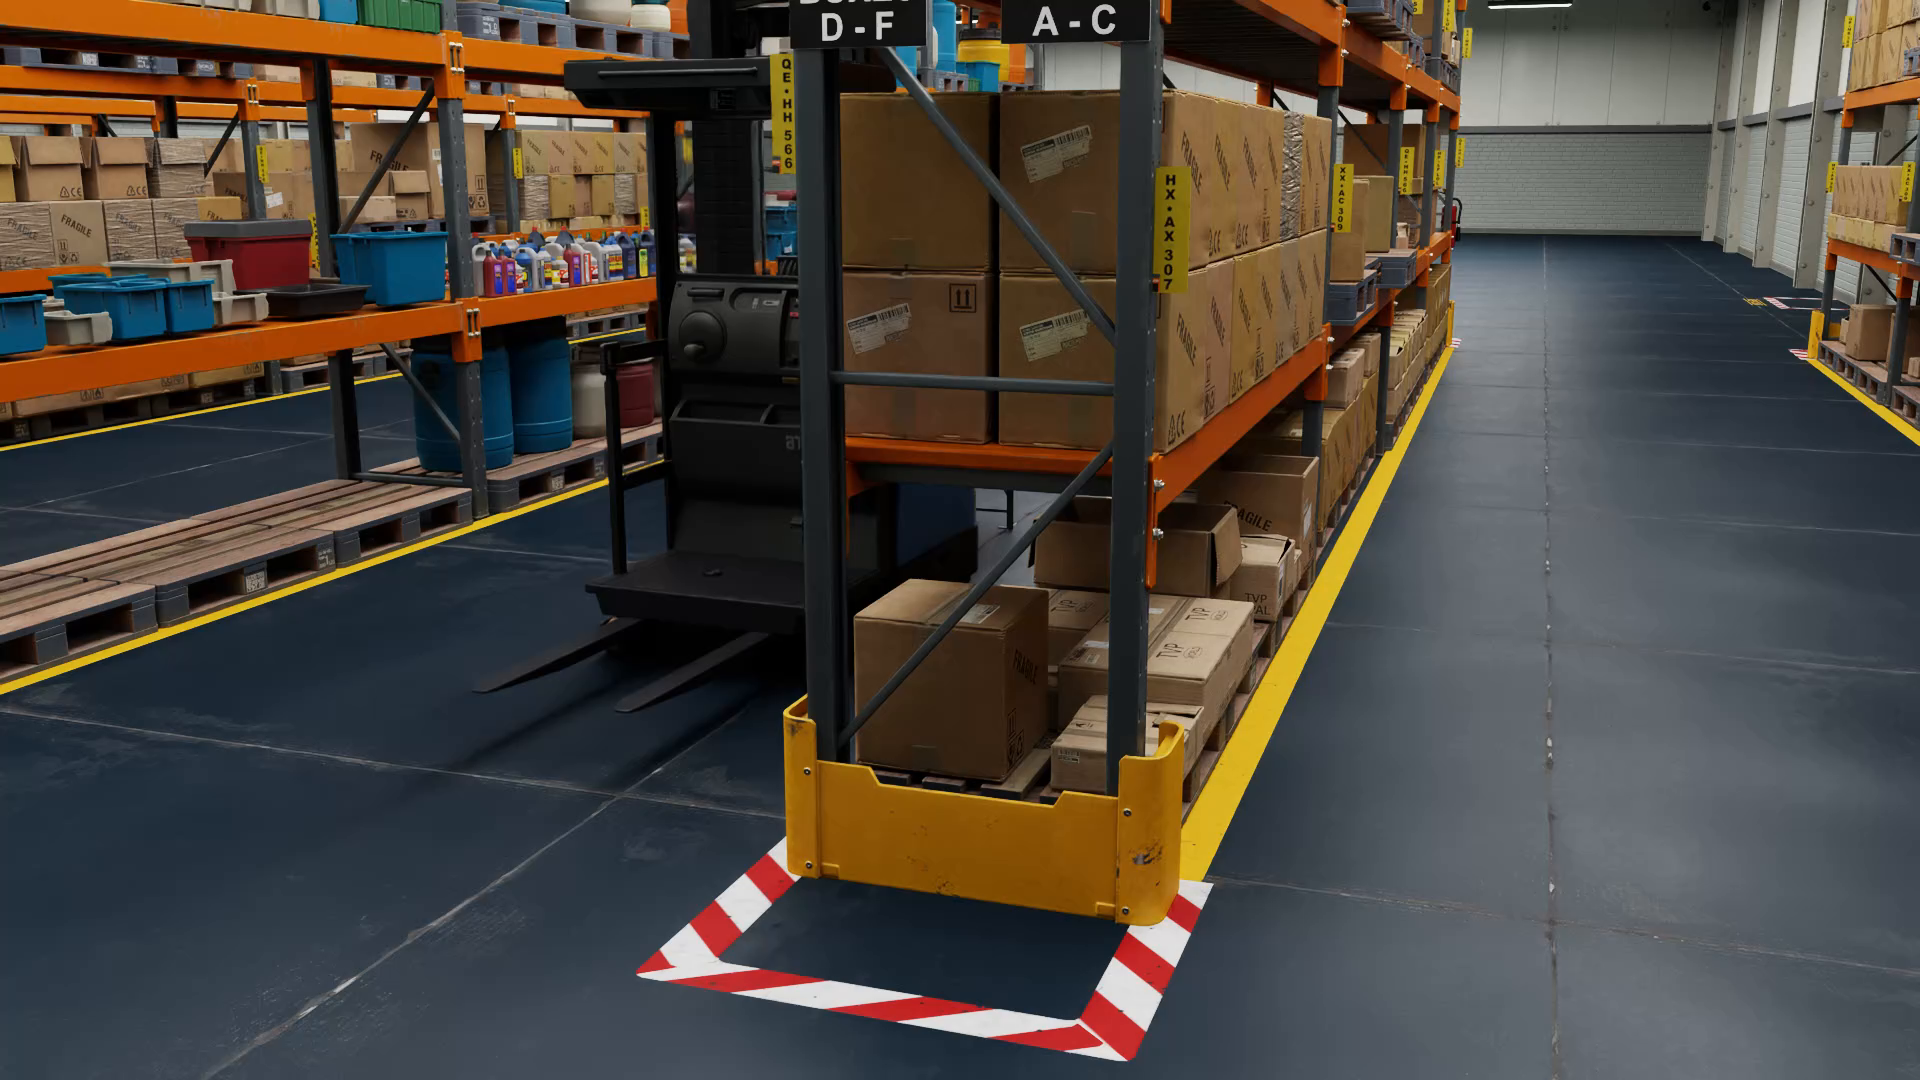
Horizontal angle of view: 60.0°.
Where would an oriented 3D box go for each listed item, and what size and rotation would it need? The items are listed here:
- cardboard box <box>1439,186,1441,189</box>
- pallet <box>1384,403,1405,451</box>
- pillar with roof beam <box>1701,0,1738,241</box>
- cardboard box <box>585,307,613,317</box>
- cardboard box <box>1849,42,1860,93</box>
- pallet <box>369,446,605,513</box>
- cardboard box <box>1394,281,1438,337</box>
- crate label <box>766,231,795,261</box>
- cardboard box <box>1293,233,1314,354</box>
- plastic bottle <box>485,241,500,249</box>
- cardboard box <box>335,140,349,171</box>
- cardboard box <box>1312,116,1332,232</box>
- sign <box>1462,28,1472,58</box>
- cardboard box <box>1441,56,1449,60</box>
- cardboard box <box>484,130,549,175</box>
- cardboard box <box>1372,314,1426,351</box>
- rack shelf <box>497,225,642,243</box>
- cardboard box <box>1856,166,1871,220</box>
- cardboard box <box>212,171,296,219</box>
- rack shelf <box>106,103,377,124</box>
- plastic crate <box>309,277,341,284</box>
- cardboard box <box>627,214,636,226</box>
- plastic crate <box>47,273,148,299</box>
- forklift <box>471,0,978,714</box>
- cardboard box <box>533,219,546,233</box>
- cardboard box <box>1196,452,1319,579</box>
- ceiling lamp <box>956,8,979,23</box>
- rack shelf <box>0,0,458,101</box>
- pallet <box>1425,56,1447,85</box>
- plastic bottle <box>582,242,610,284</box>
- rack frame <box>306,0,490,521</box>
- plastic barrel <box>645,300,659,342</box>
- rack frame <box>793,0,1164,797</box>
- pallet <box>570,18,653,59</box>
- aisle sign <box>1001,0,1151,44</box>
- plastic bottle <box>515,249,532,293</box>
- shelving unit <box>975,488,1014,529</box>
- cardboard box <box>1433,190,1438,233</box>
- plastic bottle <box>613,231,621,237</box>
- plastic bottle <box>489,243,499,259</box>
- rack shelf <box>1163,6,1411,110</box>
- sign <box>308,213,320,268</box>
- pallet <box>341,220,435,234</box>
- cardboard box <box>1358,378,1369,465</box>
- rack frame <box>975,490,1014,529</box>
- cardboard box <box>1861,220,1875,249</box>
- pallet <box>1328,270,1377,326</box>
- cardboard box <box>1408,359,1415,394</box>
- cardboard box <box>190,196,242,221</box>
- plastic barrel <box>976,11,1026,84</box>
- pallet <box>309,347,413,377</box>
[{"bbox_3d":[5.188,-4.013,18.645,0.380,0.149,0.250,5,14,20],"label":"cardboard box"},{"bbox_3d":[2.929,-0.924,13.061,1.003,0.211,1.213,4,14,18],"label":"pallet"},{"bbox_3d":[16.128,-12.783,45.270,9.100,9.000,0.548,4,14,18],"label":"pillar with roof beam"},{"bbox_3d":[-4.757,-3.108,21.038,0.500,0.500,0.500,6,14,24],"label":"cardboard box"},{"bbox_3d":[9.558,-4.910,17.247,0.500,0.500,0.500,5,14,20],"label":"cardboard box"},{"bbox_3d":[-3.065,-0.428,10.888,1.003,0.211,1.213,4,14,18],"label":"pallet"},{"bbox_3d":[4.367,-2.260,16.198,0.500,0.500,0.500,4,14,18],"label":"cardboard box"},{"bbox_3d":[-1.569,-2.450,13.858,0.303,0.233,0.416,4,14,18],"label":"crate label"},{"bbox_3d":[1.247,-1.087,7.284,0.500,0.500,0.500,5,14,20],"label":"cardboard box"},{"bbox_3d":[-3.207,-1.885,11.285,0.152,0.276,0.135,4,14,18],"label":"plastic bottle"},{"bbox_3d":[-9.066,-5.291,23.166,0.875,0.550,0.550,4,14,18],"label":"cardboard box"},{"bbox_3d":[1.413,-1.682,7.643,0.500,0.500,0.500,4,14,19],"label":"cardboard box"},{"bbox_3d":[5.723,-5.611,18.776,0.100,0.325,0.005,4,14,18],"label":"sign"},{"bbox_3d":[4.507,-4.848,16.186,0.500,0.311,0.500,4,13,15],"label":"cardboard box"},{"bbox_3d":[-5.066,-4.427,19.001,0.500,0.500,0.500,4,14,18],"label":"cardboard box"},{"bbox_3d":[3.898,-1.877,14.944,0.500,0.311,0.500,5,14,20],"label":"cardboard box"},{"bbox_3d":[-4.805,-3.739,20.746,1.077,0.370,4.000,4,14,18],"label":"rack shelf"},{"bbox_3d":[8.966,-3.343,16.002,0.500,0.500,0.500,5,14,20],"label":"cardboard box"},{"bbox_3d":[-6.609,-3.197,15.584,0.500,0.500,0.500,3,13,11],"label":"cardboard box"},{"bbox_3d":[-9.465,-5.580,22.070,1.077,0.370,4.000,4,14,18],"label":"rack shelf"},{"bbox_3d":[-3.640,-1.441,9.518,0.396,0.136,0.243,4,14,18],"label":"plastic crate"},{"bbox_3d":[-4.384,-4.104,21.291,0.380,0.149,0.250,4,14,18],"label":"cardboard box"},{"bbox_3d":[-4.226,-1.184,8.177,0.416,0.233,0.300,4,14,18],"label":"plastic crate"},{"bbox_3d":[-0.923,-0.948,7.054,1.130,2.935,3.031,5,14,21],"label":"forklift"},{"bbox_3d":[-5.005,-3.622,19.179,0.380,0.149,0.250,4,14,18],"label":"cardboard box"},{"bbox_3d":[1.416,-0.126,7.927,0.500,0.500,0.500,4,14,18],"label":"cardboard box"},{"bbox_3d":[0.632,-15.899,45.805,2.000,3.185,0.800,4,14,18],"label":"ceiling lamp"},{"bbox_3d":[-4.001,-2.318,7.780,1.077,0.370,4.000,4,14,18],"label":"rack shelf"},{"bbox_3d":[4.172,-4.556,16.164,1.003,0.211,1.213,4,14,18],"label":"pallet"},{"bbox_3d":[-2.469,-1.881,11.268,0.152,0.276,0.135,4,14,18],"label":"plastic bottle"},{"bbox_3d":[-3.354,-1.628,9.879,1.000,3.000,0.127,4,14,18],"label":"rack frame"},{"bbox_3d":[-2.202,-1.513,13.307,0.600,0.830,0.708,4,14,18],"label":"plastic barrel"},{"bbox_3d":[0.038,-0.428,4.623,1.000,3.000,0.127,4,14,18],"label":"rack frame"},{"bbox_3d":[-2.829,-3.409,11.368,1.003,0.211,1.213,4,14,18],"label":"pallet"},{"bbox_3d":[0.293,-1.660,4.178,0.394,0.787,0.004,4,14,18],"label":"aisle sign"},{"bbox_3d":[-2.737,-1.686,10.422,0.097,0.271,0.097,0,13,0],"label":"plastic bottle"},{"bbox_3d":[0.002,-0.733,9.327,0.431,1.500,0.755,4,14,18],"label":"shelving unit"},{"bbox_3d":[5.051,-3.748,18.945,0.700,0.500,0.500,4,14,18],"label":"cardboard box"},{"bbox_3d":[-2.655,-2.244,12.859,0.152,0.276,0.135,4,14,18],"label":"plastic bottle"},{"bbox_3d":[-3.127,-1.849,11.139,0.097,0.271,0.097,0,13,0],"label":"plastic bottle"},{"bbox_3d":[1.979,-2.803,9.904,1.077,0.370,4.000,4,14,18],"label":"rack shelf"},{"bbox_3d":[-3.874,-1.803,10.024,0.100,0.325,0.005,4,14,18],"label":"sign"},{"bbox_3d":[-6.144,-3.153,16.992,1.003,0.211,1.213,4,14,18],"label":"pallet"},{"bbox_3d":[2.378,-0.786,10.818,0.500,0.500,0.500,4,13,16],"label":"cardboard box"},{"bbox_3d":[0.121,-0.810,9.665,0.400,1.500,0.023,4,14,18],"label":"rack frame"},{"bbox_3d":[8.792,-2.868,15.607,0.500,0.250,0.500,4,14,18],"label":"cardboard box"},{"bbox_3d":[1.694,-1.337,9.037,1.003,0.211,1.213,4,14,18],"label":"pallet"},{"bbox_3d":[3.564,-1.390,14.071,0.500,0.250,0.500,5,14,20],"label":"cardboard box"},{"bbox_3d":[-6.671,-2.754,14.587,0.500,0.500,0.500,5,14,20],"label":"cardboard box"},{"bbox_3d":[0.492,-5.920,20.032,0.600,0.830,0.708,4,14,18],"label":"plastic barrel"},{"bbox_3d":[-6.096,-1.888,17.284,1.003,0.211,1.213,4,14,18],"label":"pallet"}]
